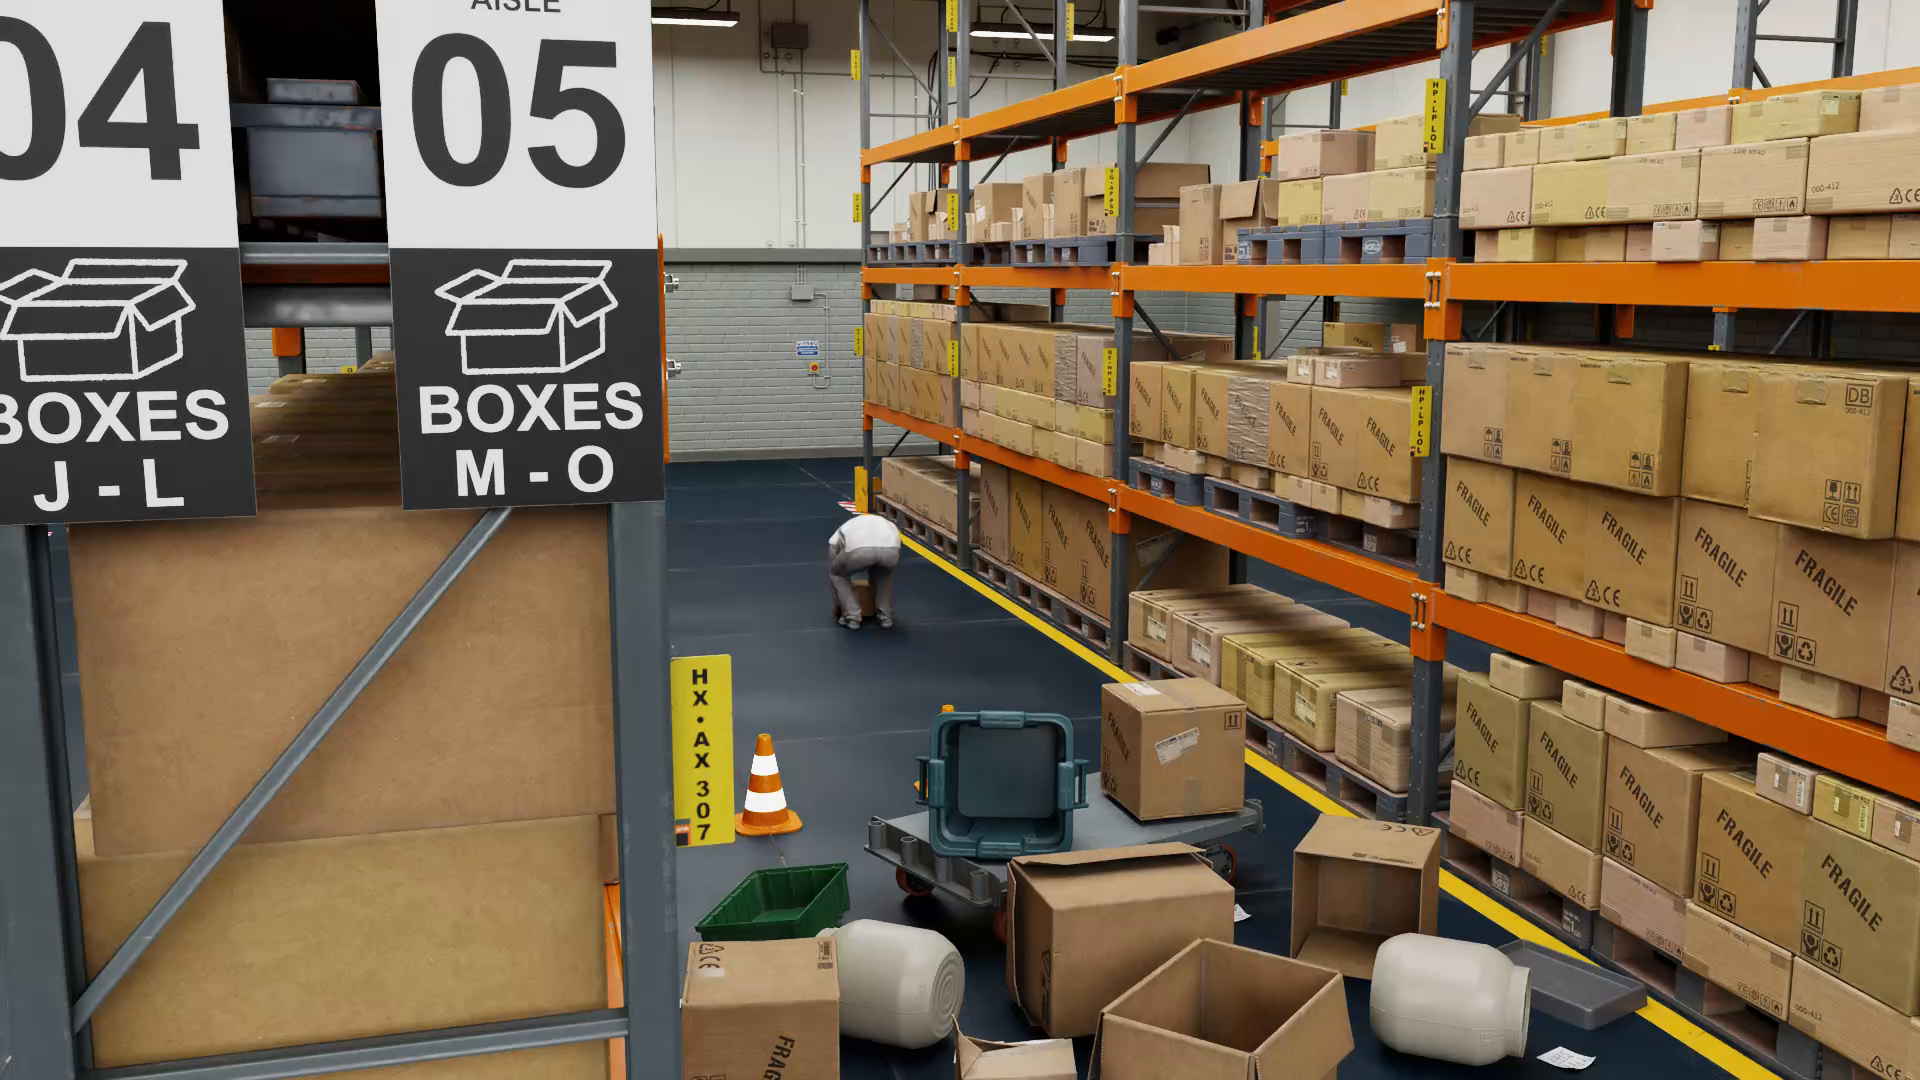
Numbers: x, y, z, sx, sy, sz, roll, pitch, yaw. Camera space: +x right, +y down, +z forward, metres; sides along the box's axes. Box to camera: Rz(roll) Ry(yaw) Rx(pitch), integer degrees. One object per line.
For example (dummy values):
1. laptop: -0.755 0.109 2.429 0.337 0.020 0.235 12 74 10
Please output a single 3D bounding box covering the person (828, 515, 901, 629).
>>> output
1. person: -0.795 0.221 13.256 0.520 0.896 1.004 -3 10 -18
